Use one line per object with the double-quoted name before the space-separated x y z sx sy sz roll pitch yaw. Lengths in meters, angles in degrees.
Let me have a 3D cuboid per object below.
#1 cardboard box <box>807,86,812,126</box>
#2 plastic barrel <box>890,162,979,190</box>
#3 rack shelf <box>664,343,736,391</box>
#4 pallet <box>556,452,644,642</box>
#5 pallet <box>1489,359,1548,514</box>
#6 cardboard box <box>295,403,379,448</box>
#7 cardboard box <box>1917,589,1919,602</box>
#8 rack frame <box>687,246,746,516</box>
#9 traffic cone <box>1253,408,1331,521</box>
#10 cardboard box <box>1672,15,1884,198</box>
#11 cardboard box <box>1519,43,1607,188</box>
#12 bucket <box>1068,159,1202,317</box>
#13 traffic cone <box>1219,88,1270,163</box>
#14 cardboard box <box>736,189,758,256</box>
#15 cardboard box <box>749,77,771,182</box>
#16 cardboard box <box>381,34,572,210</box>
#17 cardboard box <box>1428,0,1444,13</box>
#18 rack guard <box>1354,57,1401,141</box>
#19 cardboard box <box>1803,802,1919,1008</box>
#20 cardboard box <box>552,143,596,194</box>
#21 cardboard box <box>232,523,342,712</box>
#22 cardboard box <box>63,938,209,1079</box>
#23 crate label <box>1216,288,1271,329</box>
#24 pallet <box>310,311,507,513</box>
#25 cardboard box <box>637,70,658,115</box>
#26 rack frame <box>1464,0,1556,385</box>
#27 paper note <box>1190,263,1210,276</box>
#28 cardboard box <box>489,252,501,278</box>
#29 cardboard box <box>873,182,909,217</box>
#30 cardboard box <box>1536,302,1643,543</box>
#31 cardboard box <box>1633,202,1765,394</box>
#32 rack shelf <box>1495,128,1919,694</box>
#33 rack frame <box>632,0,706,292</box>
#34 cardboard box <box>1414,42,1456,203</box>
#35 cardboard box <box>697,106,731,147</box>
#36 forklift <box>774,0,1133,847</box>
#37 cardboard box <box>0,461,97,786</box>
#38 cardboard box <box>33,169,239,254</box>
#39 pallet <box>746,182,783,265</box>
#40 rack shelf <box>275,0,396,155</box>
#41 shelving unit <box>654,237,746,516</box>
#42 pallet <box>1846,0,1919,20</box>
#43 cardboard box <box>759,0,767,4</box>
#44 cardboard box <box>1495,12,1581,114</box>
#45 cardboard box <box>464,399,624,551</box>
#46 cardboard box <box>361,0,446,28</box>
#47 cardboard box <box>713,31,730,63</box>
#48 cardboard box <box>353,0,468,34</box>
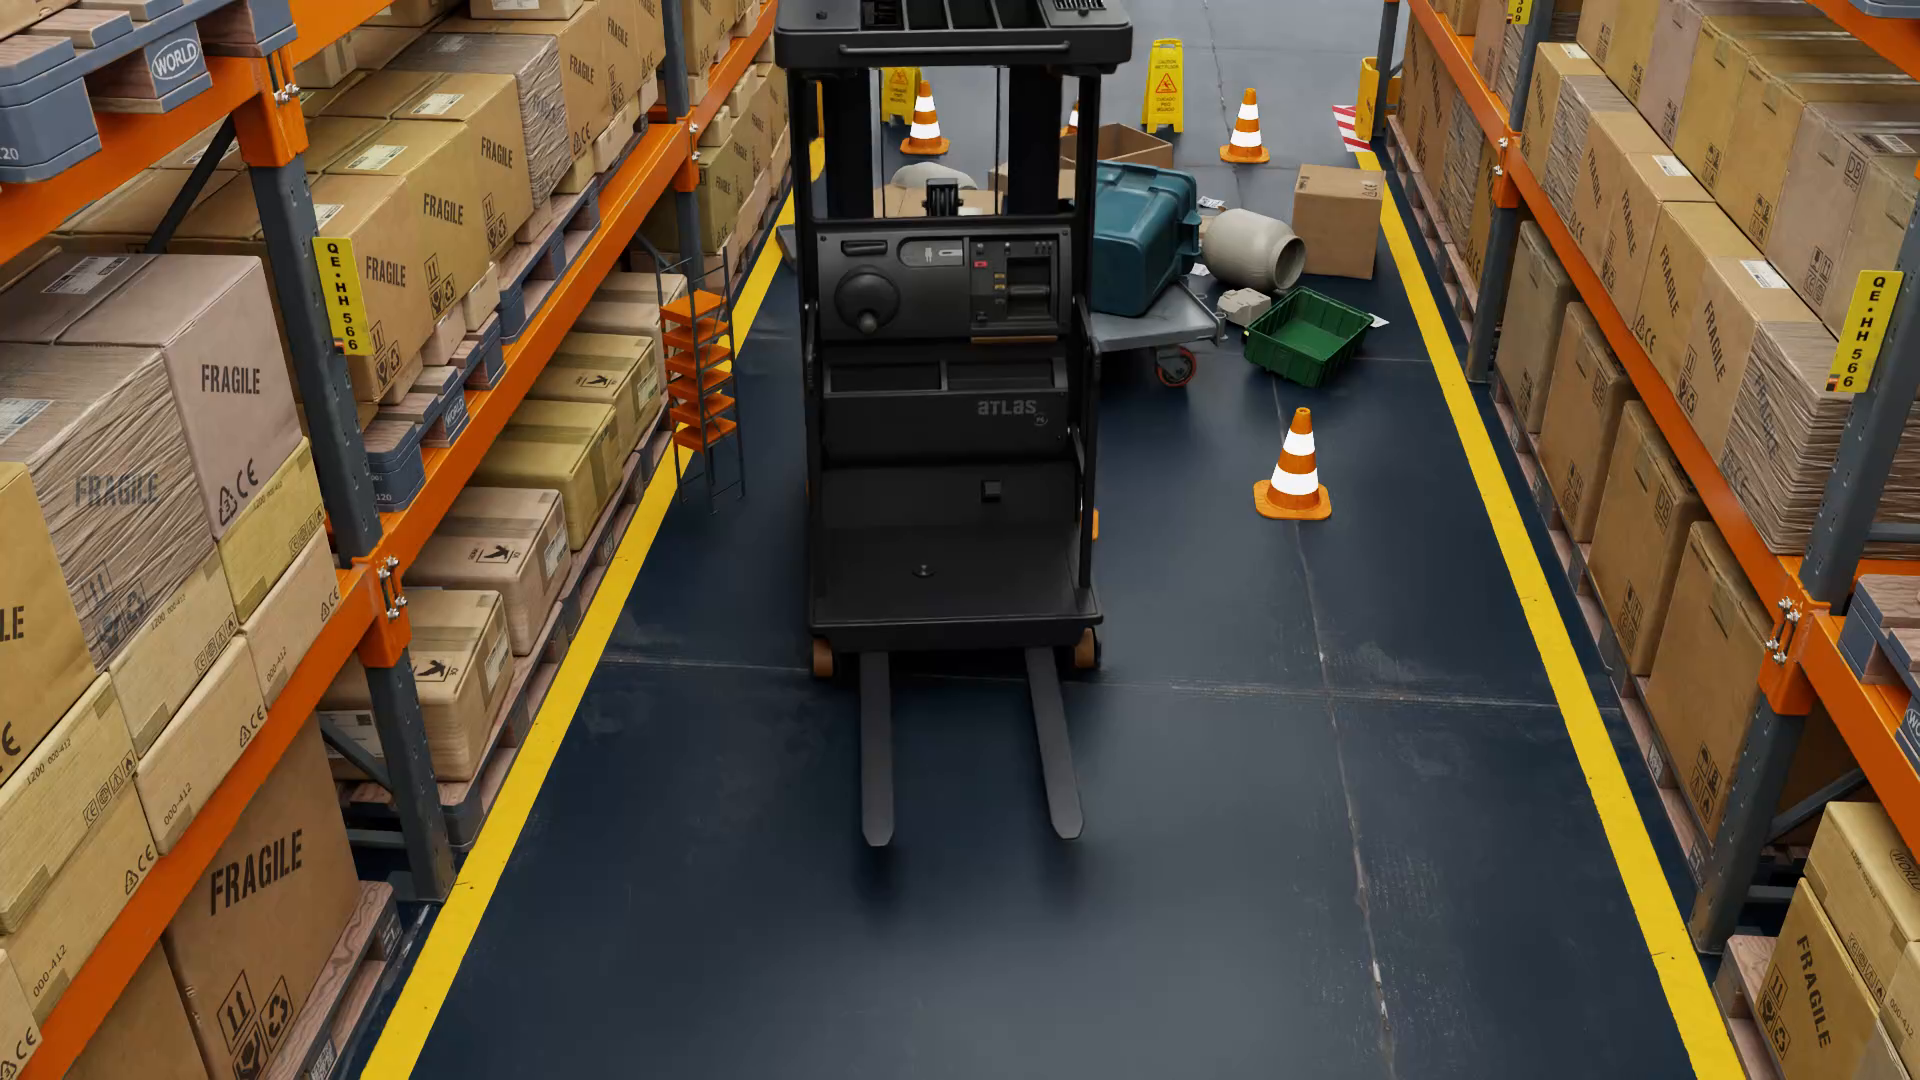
"cardboard box" -1.298 -2.902 11.320 0.500 0.250 0.500 2 32 4
"plastic barrel" -0.158 -2.099 10.252 0.512 0.421 0.421 27 41 37
"rack shelf" -1.123 -0.761 7.197 0.180 0.103 0.258 20 37 29
"pallet" -1.983 -0.015 7.073 1.003 0.211 1.213 2 32 4
"pallet" 3.130 -0.496 7.854 1.003 0.211 1.213 2 32 4
"cardboard box" -1.938 -0.391 4.865 0.380 0.149 0.250 1 32 1
"cardboard box" 2.554 0.155 3.979 0.380 0.149 0.250 2 32 3
"rack frame" -1.047 -0.669 7.192 0.006 1.200 0.240 20 37 29
"traffic cone" 1.503 -0.373 7.415 0.336 0.463 0.334 2 32 4
"cardboard box" 2.959 -1.501 5.779 0.700 0.500 0.500 2 32 3
"cardboard box" 2.807 -1.869 7.329 0.500 0.500 0.500 3 32 5
"bucket" 0.831 -1.513 8.518 0.726 0.611 0.620 14 44 21
"traffic cone" 1.985 -2.885 11.490 0.336 0.463 0.334 2 32 4
"cardboard box" -1.475 -1.834 9.587 0.500 0.250 0.500 4 32 7
"cardboard box" -1.431 -2.425 9.831 0.500 0.500 0.500 4 32 7
"cardboard box" -1.762 -1.543 6.115 0.500 0.500 0.500 1 32 2
"cardboard box" 3.264 -3.474 9.885 0.875 0.550 0.550 2 32 4
"rack guard" 3.445 -3.130 11.853 1.175 0.500 0.348 2 32 4
"cardboard box" 2.495 0.918 4.169 0.500 0.250 0.500 1 32 2
"cardboard box" -1.688 -1.507 6.675 0.380 0.149 0.250 2 32 4
"cardboard box" -1.932 0.182 4.238 0.500 0.250 0.500 1 32 2
"cardboard box" -2.366 1.392 3.756 0.875 0.875 0.875 3 32 5
"crate label" 1.575 -1.290 9.212 0.298 0.136 0.250 -20 37 -29
"pallet" -2.198 -0.453 5.308 1.213 0.211 1.003 2 32 4
"cardboard box" -1.591 -2.040 7.540 0.380 0.149 0.250 3 32 5
"rack frame" 3.118 -2.090 7.783 1.000 3.000 0.127 2 32 4
"paper note" 1.404 -1.611 9.843 0.172 0.023 0.155 14 34 21
"cardboard box" -1.829 -0.951 5.773 0.380 0.149 0.250 4 32 7
"cardboard box" -0.381 -1.688 9.510 0.500 0.500 0.500 27 41 37
"cardboard box" 3.074 -0.479 6.911 1.050 0.750 0.750 2 32 4
"cardboard box" 2.644 -0.810 5.611 0.500 0.500 0.500 2 32 3
"rack shelf" 2.955 -0.738 6.274 1.077 0.370 4.000 2 32 4
"rack frame" -1.824 -2.249 8.040 1.000 3.000 0.127 2 32 4
"cardboard box" 3.384 -2.638 10.297 0.875 0.875 0.875 2 32 3
"cardboard box" -1.437 -2.212 8.868 0.380 0.149 0.250 3 32 5
"forklift" -0.040 -0.894 5.907 1.130 2.935 3.031 -2 32 -3
"cardboard box" -2.012 0.184 3.044 0.500 0.500 0.500 2 32 4
"cardboard box" -2.390 -0.755 4.837 0.500 0.500 0.500 2 32 3
"pallet" -1.708 -2.054 10.382 1.003 0.211 1.213 2 32 4
"rack shelf" -1.987 -2.174 5.745 1.077 0.370 4.000 2 32 4
"shelving unit" -1.123 -0.697 7.237 0.189 1.200 0.258 20 37 29
"pallet" 2.791 -1.534 4.201 1.213 0.211 1.003 4 32 6
"cardboard box" -1.350 -3.357 10.078 0.380 0.149 0.250 2 32 3
"cardboard box" 3.136 -2.347 8.057 0.875 0.550 0.550 2 32 4
"cardboard box" -1.974 -0.295 6.974 0.950 0.372 0.625 3 32 6
"cardboard box" -2.201 -2.070 6.352 0.380 0.149 0.250 4 32 7
"cardboard box" -1.464 -2.695 9.004 0.380 0.149 0.250 3 32 5
"cardboard box" -2.242 -1.844 6.604 0.500 0.500 0.500 2 32 4
